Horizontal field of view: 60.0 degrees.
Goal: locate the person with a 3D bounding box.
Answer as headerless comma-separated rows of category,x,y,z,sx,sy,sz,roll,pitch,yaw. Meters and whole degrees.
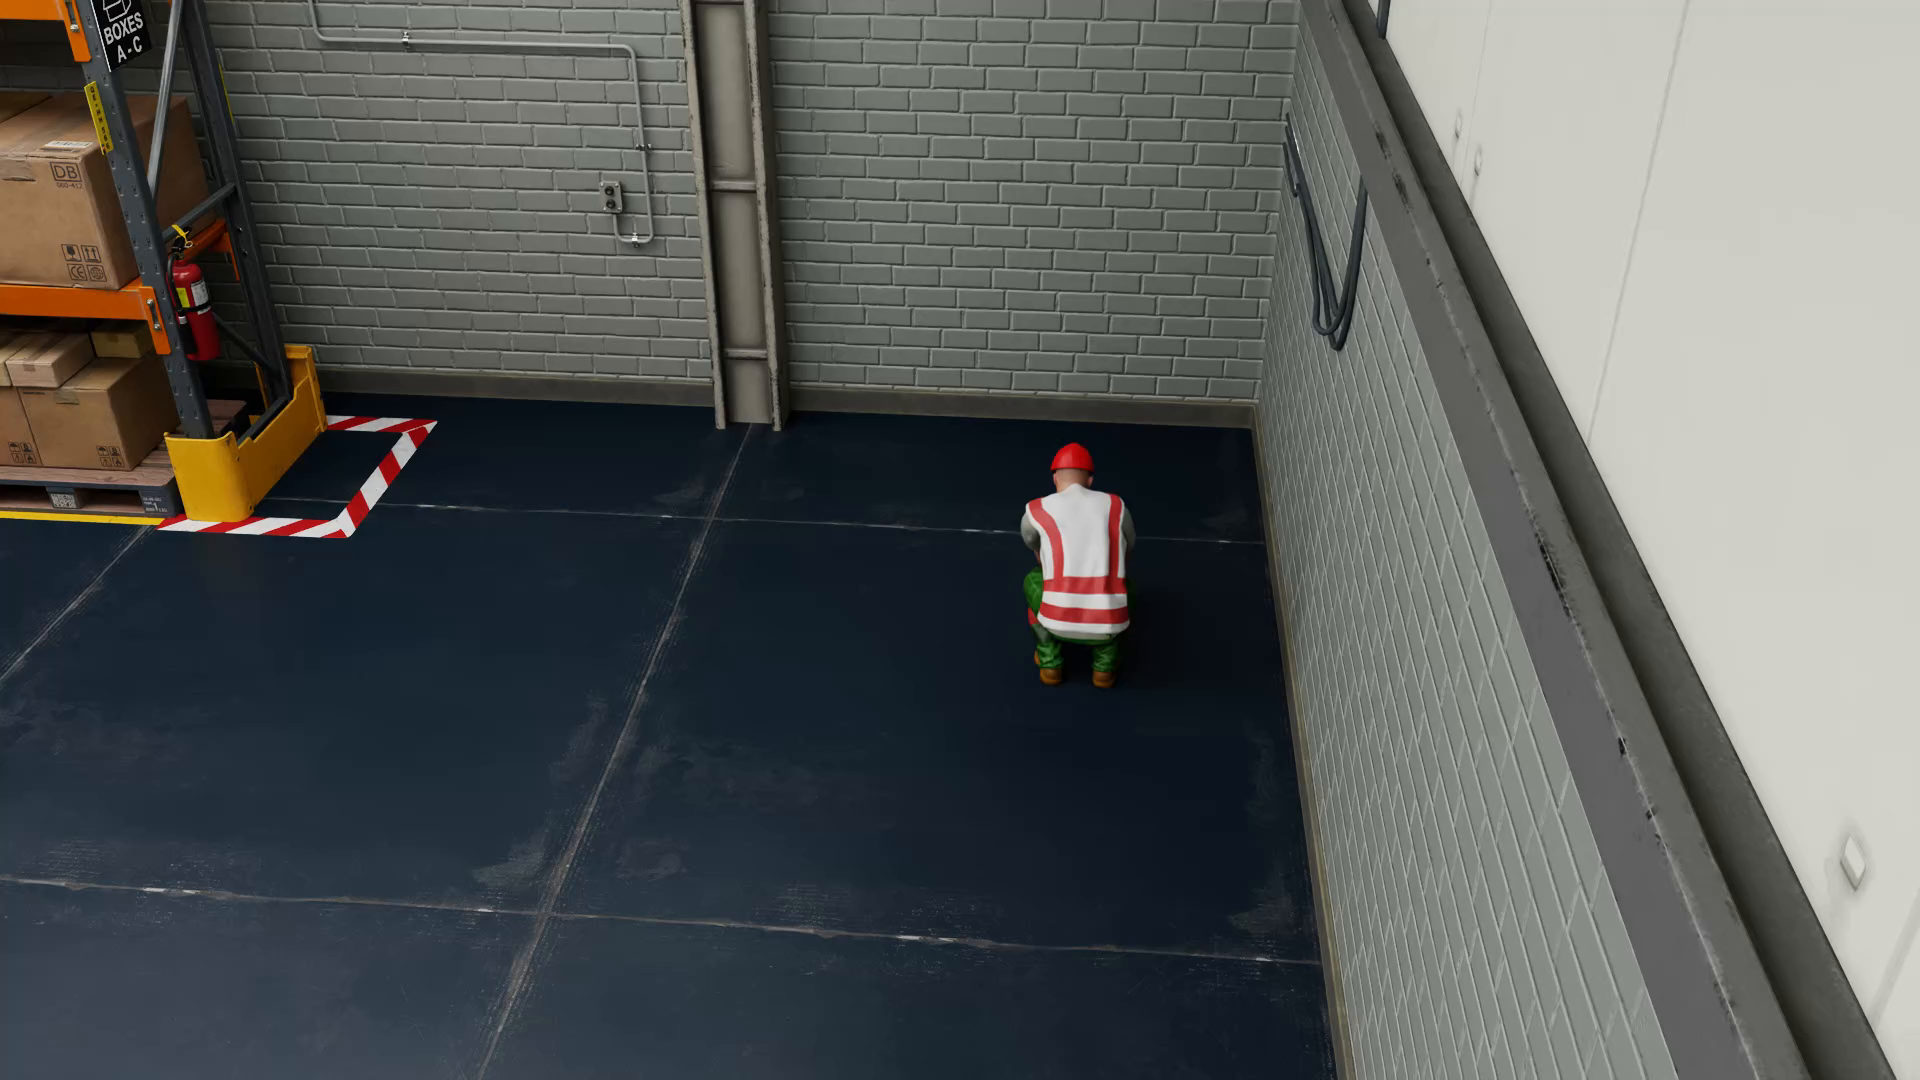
person,0.552,0.117,7.694,0.555,0.989,0.880,2,32,4
